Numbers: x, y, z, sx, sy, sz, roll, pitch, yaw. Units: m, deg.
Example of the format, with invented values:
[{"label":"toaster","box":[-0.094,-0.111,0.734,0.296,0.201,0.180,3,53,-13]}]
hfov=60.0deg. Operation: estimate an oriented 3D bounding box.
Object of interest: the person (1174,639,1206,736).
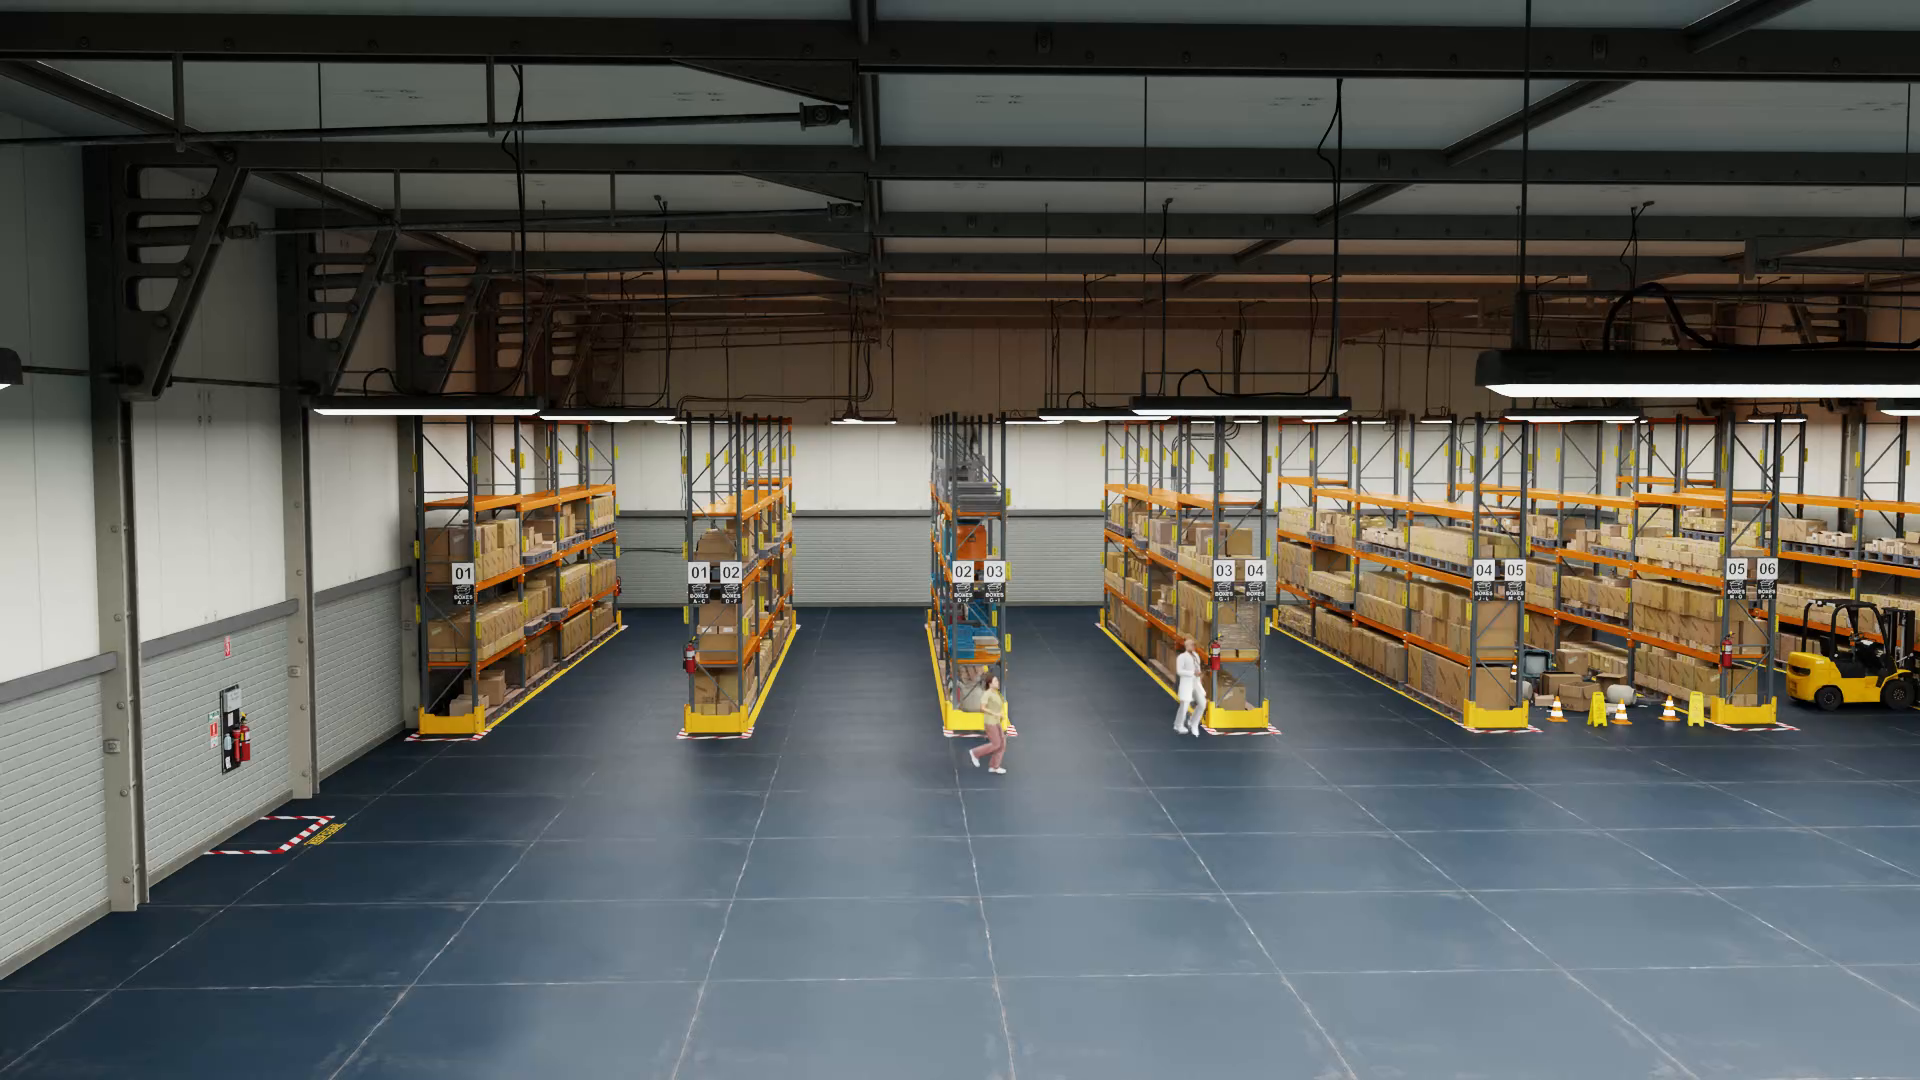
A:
[{"label":"person","box":[4.290,2.740,30.876,0.715,1.802,0.762,-2,5,-31]}]

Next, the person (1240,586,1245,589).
[{"label":"person","box":[7.903,1.806,45.551,0.695,1.719,0.974,0,4,-1]}]

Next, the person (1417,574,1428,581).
[{"label":"person","box":[13.722,1.534,49.353,0.886,1.677,0.635,0,4,7]}]

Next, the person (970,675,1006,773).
[{"label":"person","box":[0.482,3.033,27.526,0.626,1.628,0.580,1,4,20]}]
